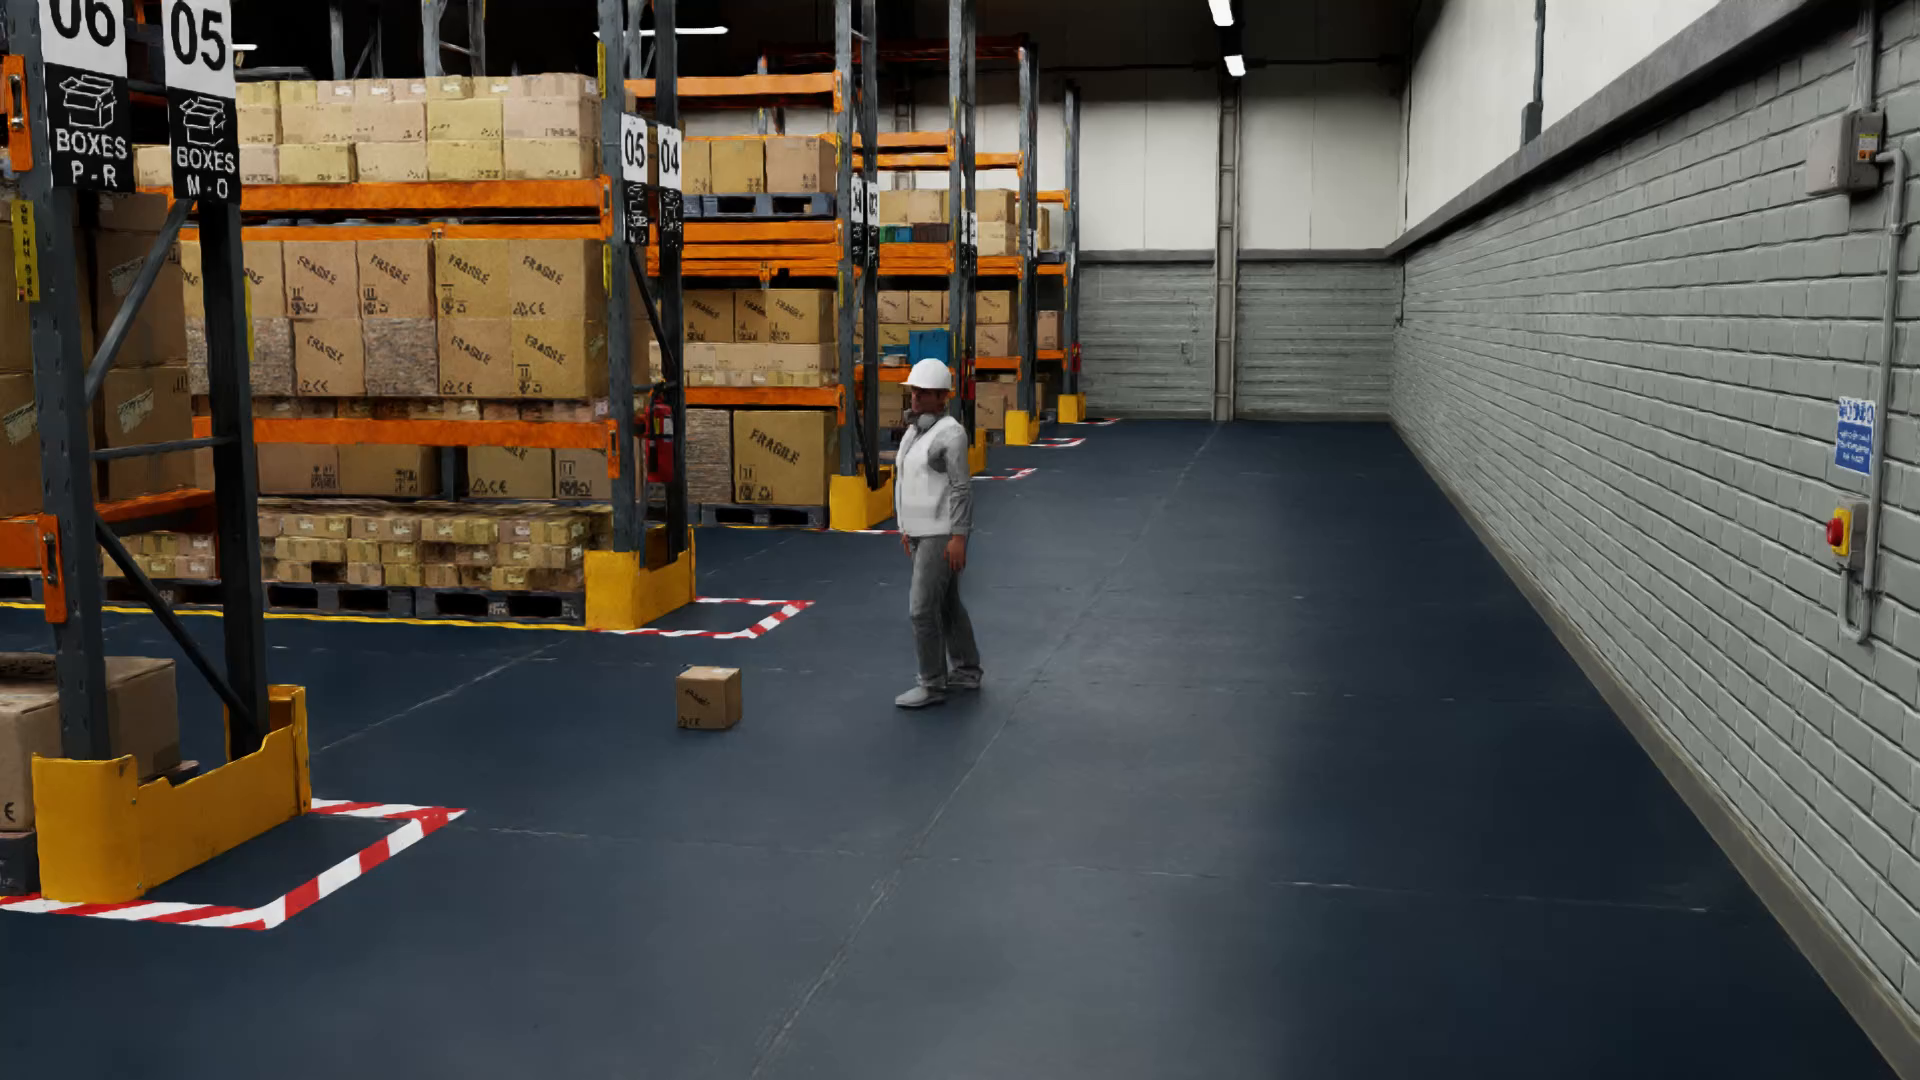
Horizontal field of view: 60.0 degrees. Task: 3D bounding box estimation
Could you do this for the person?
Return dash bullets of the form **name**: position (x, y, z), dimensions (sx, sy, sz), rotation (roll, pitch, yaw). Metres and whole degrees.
- **person**: position (-0.107, -0.049, 8.531), dimensions (0.561, 1.764, 0.559), rotation (-3, 9, -22)
